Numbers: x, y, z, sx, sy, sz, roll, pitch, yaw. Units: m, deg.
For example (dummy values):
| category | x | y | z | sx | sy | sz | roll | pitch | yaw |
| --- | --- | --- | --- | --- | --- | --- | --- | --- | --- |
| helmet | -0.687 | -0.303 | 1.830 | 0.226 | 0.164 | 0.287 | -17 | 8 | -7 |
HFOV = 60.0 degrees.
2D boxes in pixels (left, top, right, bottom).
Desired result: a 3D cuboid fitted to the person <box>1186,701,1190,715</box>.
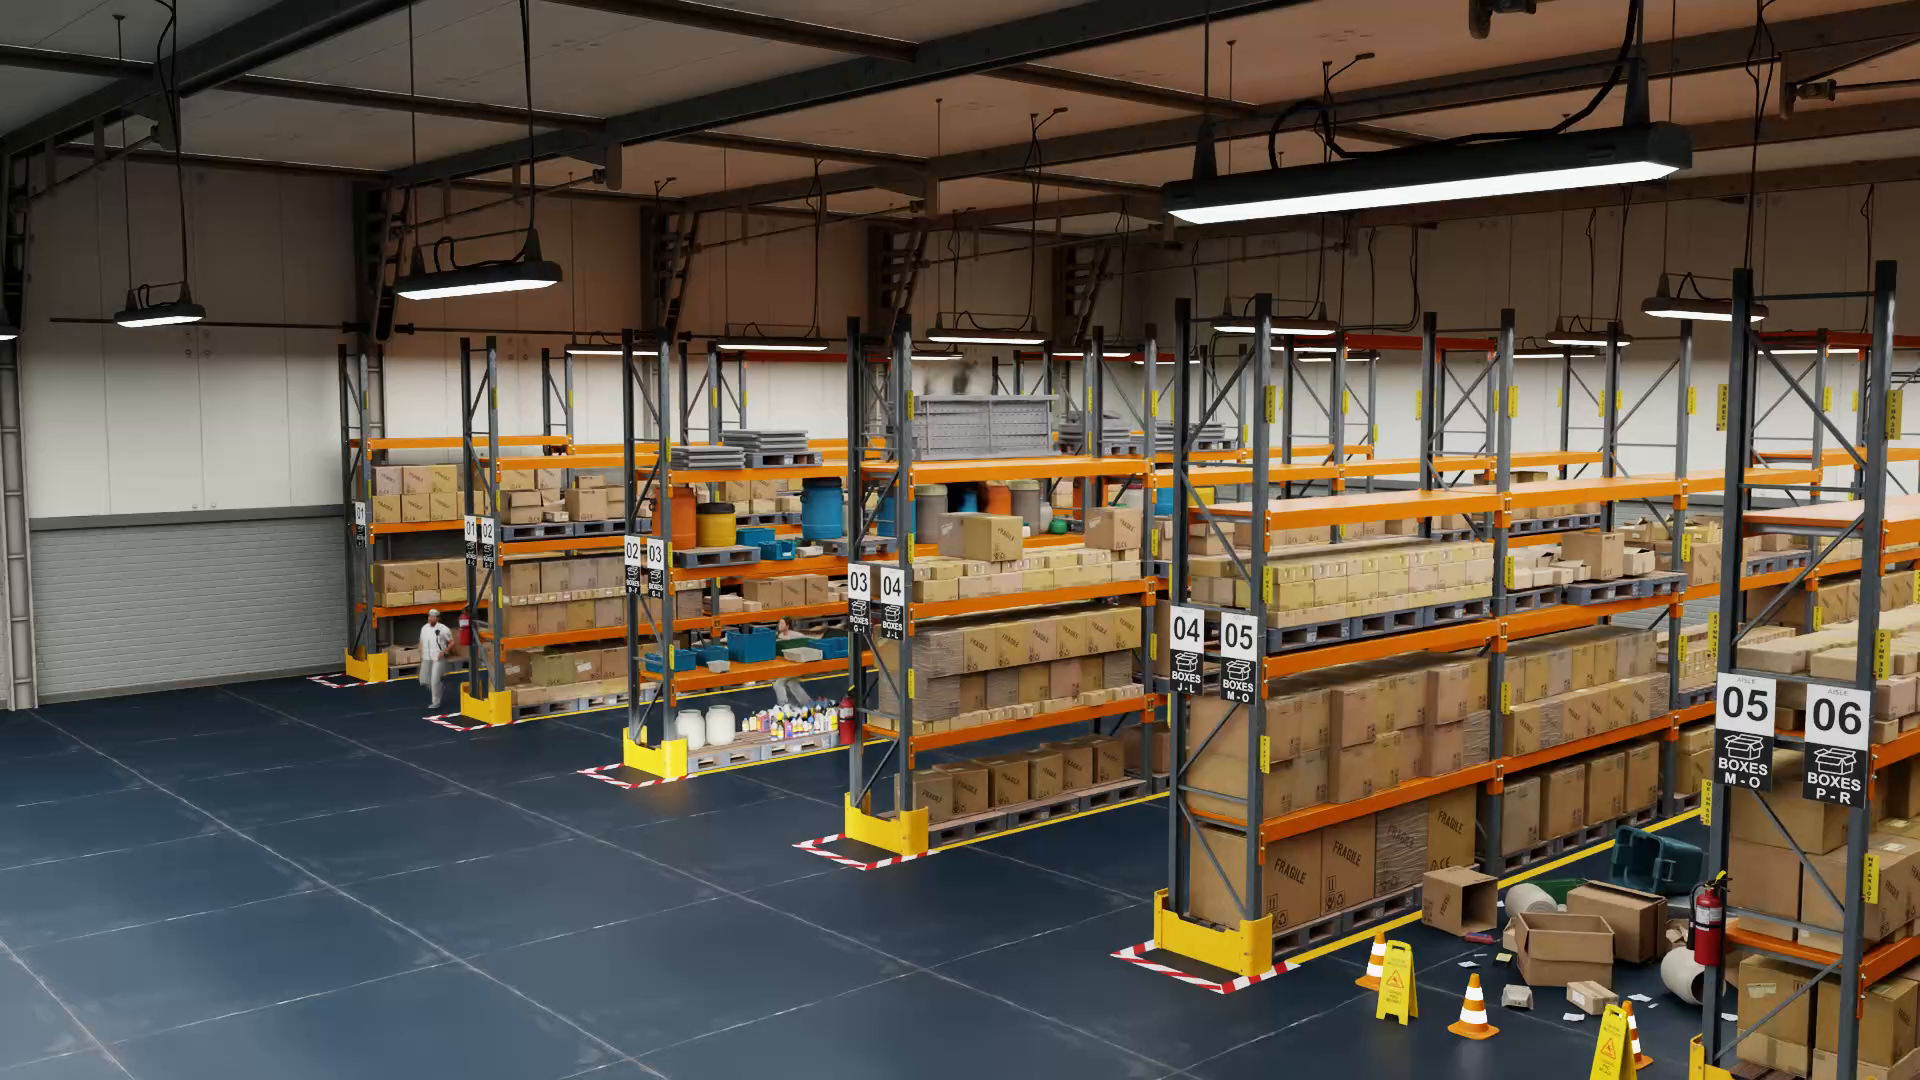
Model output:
| category | x | y | z | sx | sy | sz | roll | pitch | yaw |
| --- | --- | --- | --- | --- | --- | --- | --- | --- | --- |
| person | 3.389 | 1.962 | 25.992 | 0.621 | 1.701 | 0.720 | 5 | 7 | 42 |

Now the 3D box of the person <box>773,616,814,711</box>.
| category | x | y | z | sx | sy | sz | roll | pitch | yaw |
| --- | --- | --- | --- | --- | --- | --- | --- | --- | --- |
| person | -2.614 | 2.010 | 25.981 | 0.815 | 1.678 | 0.587 | -4 | 6 | -38 |

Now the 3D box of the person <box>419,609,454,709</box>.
| category | x | y | z | sx | sy | sz | roll | pitch | yaw |
| --- | --- | --- | --- | --- | --- | --- | --- | --- | --- |
| person | -8.553 | 1.927 | 27.154 | 0.595 | 1.622 | 0.561 | 1 | 5 | 11 |
